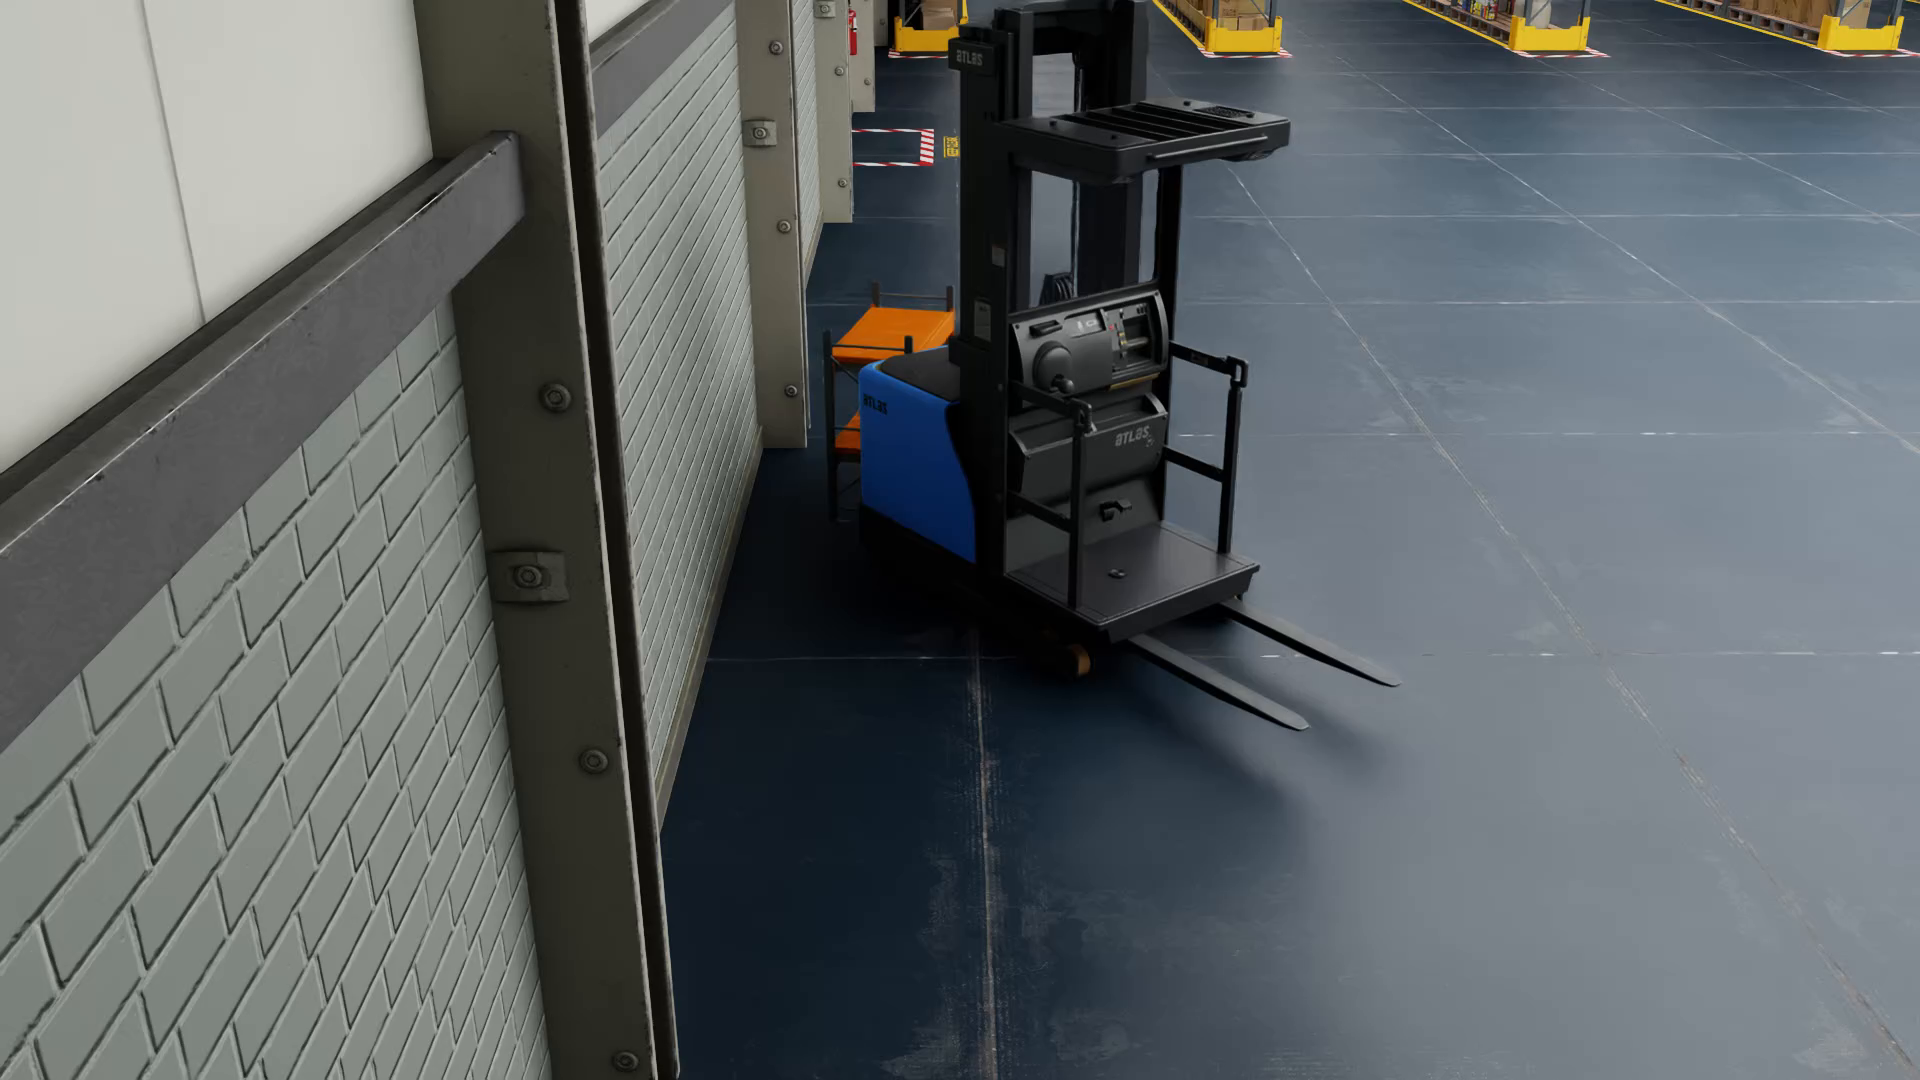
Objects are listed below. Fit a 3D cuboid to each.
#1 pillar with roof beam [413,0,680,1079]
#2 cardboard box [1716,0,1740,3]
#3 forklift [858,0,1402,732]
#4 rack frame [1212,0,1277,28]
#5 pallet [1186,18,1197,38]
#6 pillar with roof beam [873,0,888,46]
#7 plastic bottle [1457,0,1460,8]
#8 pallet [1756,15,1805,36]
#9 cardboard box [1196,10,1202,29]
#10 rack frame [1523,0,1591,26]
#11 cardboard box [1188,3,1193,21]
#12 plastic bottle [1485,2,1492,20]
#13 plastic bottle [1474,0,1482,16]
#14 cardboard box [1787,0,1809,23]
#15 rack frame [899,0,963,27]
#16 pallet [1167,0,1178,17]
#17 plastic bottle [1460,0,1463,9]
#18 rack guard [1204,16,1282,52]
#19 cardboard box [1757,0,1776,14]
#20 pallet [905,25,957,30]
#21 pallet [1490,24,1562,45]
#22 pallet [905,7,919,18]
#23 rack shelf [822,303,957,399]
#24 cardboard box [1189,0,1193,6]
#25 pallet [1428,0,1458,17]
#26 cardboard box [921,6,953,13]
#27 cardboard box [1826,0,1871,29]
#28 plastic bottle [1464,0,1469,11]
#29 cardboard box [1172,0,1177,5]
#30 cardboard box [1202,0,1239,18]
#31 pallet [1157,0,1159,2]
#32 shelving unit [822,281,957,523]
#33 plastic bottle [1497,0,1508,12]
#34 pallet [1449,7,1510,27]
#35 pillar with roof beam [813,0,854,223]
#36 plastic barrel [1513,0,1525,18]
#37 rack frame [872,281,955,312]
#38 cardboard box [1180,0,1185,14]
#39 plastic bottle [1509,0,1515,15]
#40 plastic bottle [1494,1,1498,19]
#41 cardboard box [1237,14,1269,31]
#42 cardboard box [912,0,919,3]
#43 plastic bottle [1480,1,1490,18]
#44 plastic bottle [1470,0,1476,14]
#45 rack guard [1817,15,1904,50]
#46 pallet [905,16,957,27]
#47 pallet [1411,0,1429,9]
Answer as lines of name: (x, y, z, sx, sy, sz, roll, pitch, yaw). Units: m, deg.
pillar with roof beam: (3.238, -2.312, 3.443, 9.100, 9.000, 0.400, 0, 24, -1)
cardboard box: (14.374, -10.194, 30.650, 0.700, 0.500, 0.500, -2, 24, -5)
forklift: (0.756, -0.912, 7.710, 1.130, 2.935, 3.031, -18, 30, -34)
rack frame: (4.497, -9.188, 25.926, 1.000, 3.000, 0.127, 0, 24, -1)
pallet: (4.437, -8.734, 28.306, 1.003, 0.211, 1.213, 0, 24, -1)
pillar with roof beam: (2.976, -12.202, 25.309, 9.100, 9.000, 0.400, 0, 24, -1)
plastic bottle: (8.972, -9.681, 29.793, 0.097, 0.271, 0.097, 0, 24, 0)
pallet: (14.418, -8.829, 28.514, 1.003, 0.211, 1.213, 0, 24, -1)
cardboard box: (4.178, -8.553, 27.347, 0.500, 0.250, 0.500, 0, 24, -1)
rack frame: (9.450, -9.209, 25.972, 1.000, 3.000, 0.127, 0, 24, -1)
cardboard box: (4.168, -8.965, 28.258, 0.500, 0.250, 0.500, 0, 24, -1)
plastic bottle: (8.972, -8.975, 28.216, 0.061, 0.283, 0.133, 0, 24, 1)
plastic bottle: (9.007, -9.264, 28.773, 0.144, 0.351, 0.185, 0, 24, -1)
cardboard box: (14.384, -9.045, 28.134, 0.500, 0.500, 0.500, 2, 24, 4)
rack frame: (-0.456, -9.165, 25.873, 1.000, 3.000, 0.127, 0, 24, -1)
pallet: (4.407, -9.870, 30.816, 1.003, 0.211, 1.213, 0, 24, -1)
plastic bottle: (8.974, -9.566, 29.622, 0.097, 0.201, 0.097, 0, 24, 0)
rack guard: (4.498, -8.040, 26.419, 1.175, 0.500, 0.348, 0, 24, -1)
cardboard box: (14.338, -9.531, 29.207, 0.500, 0.500, 0.500, 8, 25, 16)
pallet: (-0.430, -8.260, 27.258, 1.003, 0.211, 1.213, 0, 24, -1)
pallet: (9.399, -8.305, 27.356, 1.003, 0.211, 1.213, 0, 24, -1)
pallet: (-0.457, -9.266, 29.481, 1.003, 0.211, 1.213, 0, 24, -1)
rack shelf: (-0.389, -1.075, 9.552, 0.538, 0.278, 1.000, 5, 25, 11)
cardboard box: (4.164, -9.306, 28.104, 0.500, 0.500, 0.500, 0, 24, -1)
pallet: (9.359, -9.910, 30.906, 1.003, 0.211, 1.213, 0, 24, -1)
cardboard box: (-0.380, -8.660, 27.488, 0.500, 0.311, 0.500, 2, 24, 4)
cardboard box: (14.413, -8.541, 27.019, 0.500, 0.500, 0.500, 4, 25, 9)
plastic bottle: (9.001, -9.516, 29.332, 0.144, 0.351, 0.185, 0, 24, 1)
cardboard box: (4.159, -9.945, 30.425, 0.500, 0.250, 0.500, 0, 24, -1)
cardboard box: (4.194, -8.688, 26.737, 0.500, 0.500, 0.500, 0, 24, -1)
pallet: (4.380, -10.875, 33.039, 1.003, 0.211, 1.213, 0, 24, -1)
shelving unit: (-0.389, -0.808, 9.673, 0.538, 1.125, 1.048, 5, 25, 11)
plastic bottle: (9.556, -9.463, 29.304, 0.152, 0.276, 0.135, 0, 24, -1)
pallet: (9.372, -9.310, 29.579, 1.003, 0.211, 1.213, 0, 24, -1)
pillar with roof beam: (3.107, -7.257, 14.376, 9.100, 9.000, 0.400, 0, 24, -1)
plastic barrel: (9.361, -8.744, 27.454, 0.421, 0.512, 0.421, 0, 24, 0)
rack frame: (-0.279, -1.013, 10.125, 0.500, 1.125, 0.032, 5, 25, 11)
cardboard box: (4.156, -9.377, 29.169, 0.500, 0.250, 0.500, 0, 24, -1)
plastic bottle: (9.599, -9.276, 28.883, 0.061, 0.283, 0.133, 0, 24, -1)
plastic bottle: (9.123, -9.031, 28.341, 0.061, 0.283, 0.133, 0, 24, -1)
cardboard box: (4.714, -8.349, 26.897, 0.500, 0.250, 0.500, 0, 24, -1)
cardboard box: (-0.524, -10.178, 30.613, 0.700, 0.500, 0.500, 1, 24, 1)
plastic bottle: (9.015, -9.085, 28.468, 0.152, 0.276, 0.135, -1, 24, -2)
plastic bottle: (8.963, -9.340, 29.023, 0.061, 0.283, 0.133, 1, 24, 2)
rack guard: (14.402, -8.124, 26.606, 1.175, 0.500, 0.348, 0, 24, -1)
pallet: (-0.441, -8.762, 28.367, 1.003, 0.211, 1.213, 0, 24, -1)
pallet: (9.343, -10.414, 32.020, 1.003, 0.211, 1.213, 0, 24, -1)
